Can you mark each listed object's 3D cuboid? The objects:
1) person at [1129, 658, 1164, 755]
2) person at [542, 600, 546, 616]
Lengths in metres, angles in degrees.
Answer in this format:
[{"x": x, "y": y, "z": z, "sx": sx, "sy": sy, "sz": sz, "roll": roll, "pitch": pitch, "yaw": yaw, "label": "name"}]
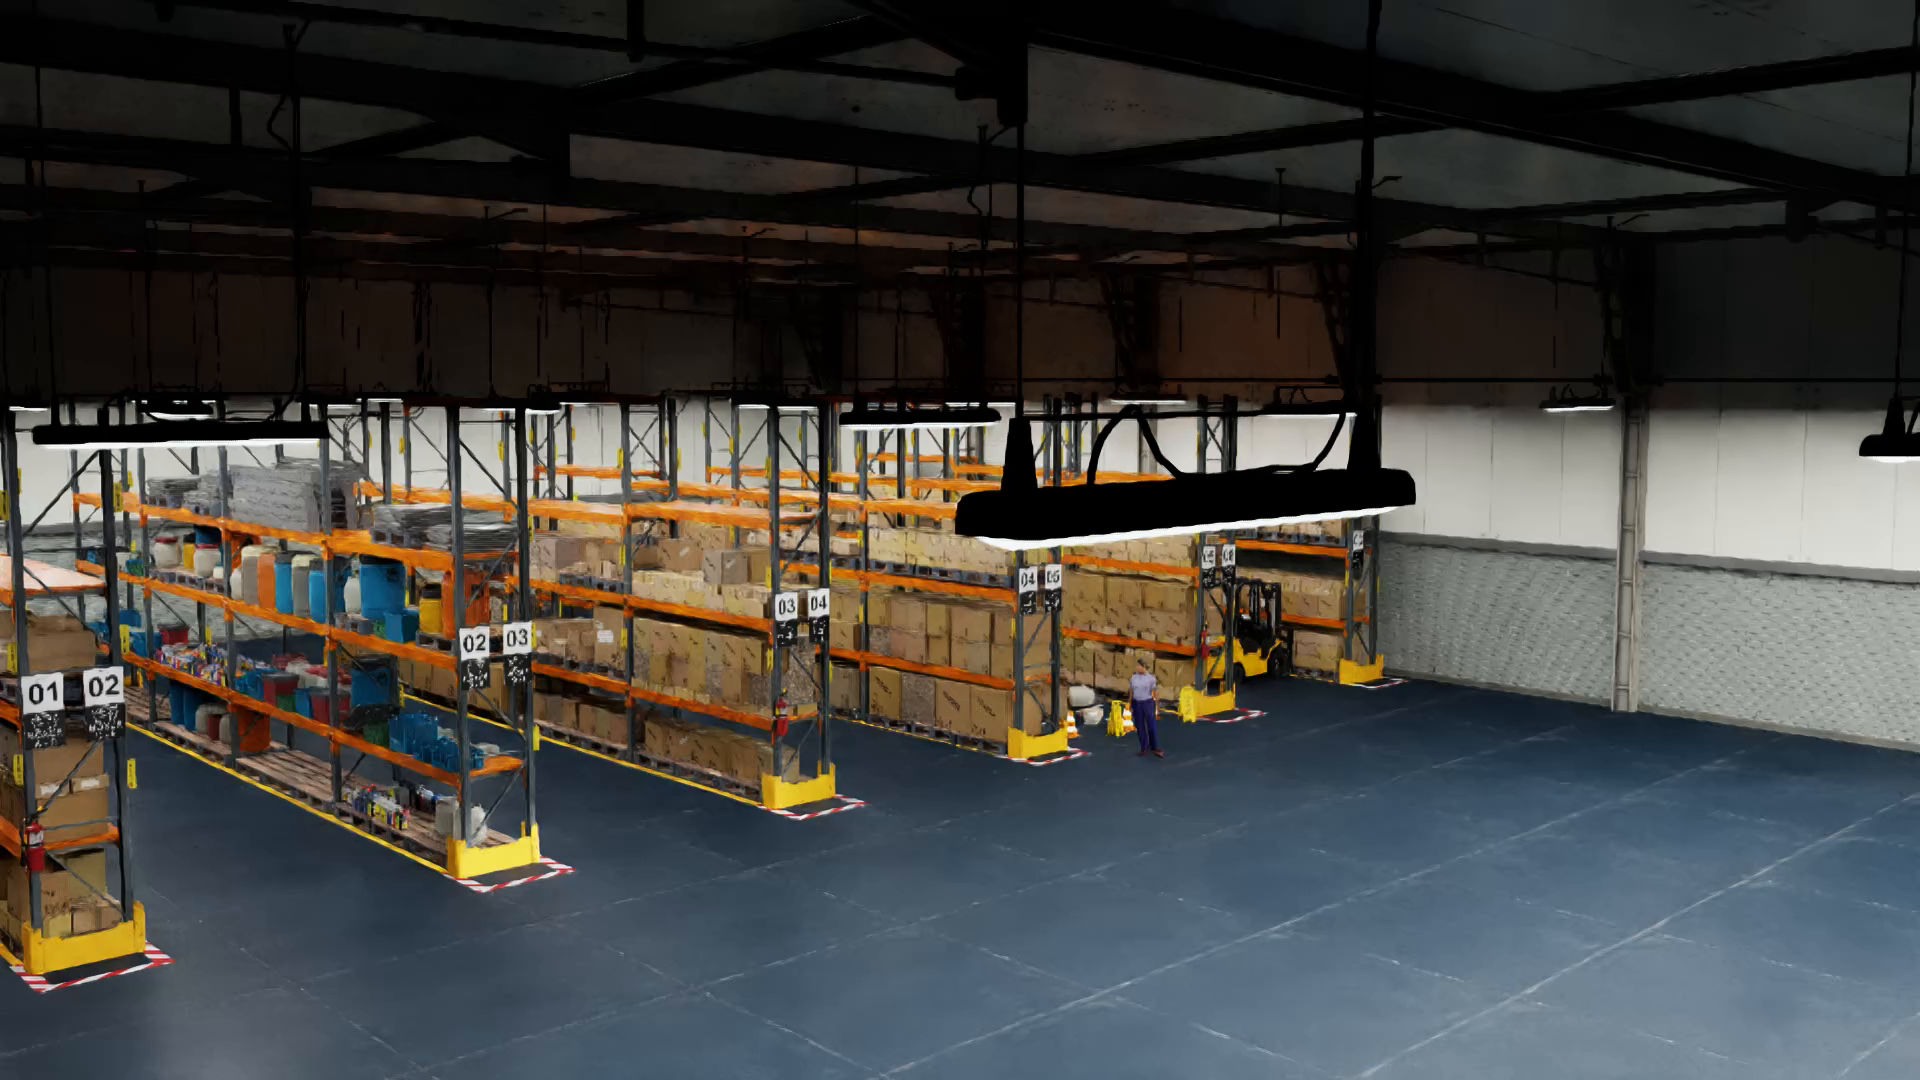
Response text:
[{"x": 3.131, "y": 2.810, "z": 27.978, "sx": 0.601, "sy": 1.630, "sz": 0.410, "roll": 2, "pitch": 6, "yaw": 22, "label": "person"}, {"x": -10.296, "y": 1.583, "z": 40.842, "sx": 0.526, "sy": 1.588, "sz": 0.638, "roll": -1, "pitch": 6, "yaw": -9, "label": "person"}]
